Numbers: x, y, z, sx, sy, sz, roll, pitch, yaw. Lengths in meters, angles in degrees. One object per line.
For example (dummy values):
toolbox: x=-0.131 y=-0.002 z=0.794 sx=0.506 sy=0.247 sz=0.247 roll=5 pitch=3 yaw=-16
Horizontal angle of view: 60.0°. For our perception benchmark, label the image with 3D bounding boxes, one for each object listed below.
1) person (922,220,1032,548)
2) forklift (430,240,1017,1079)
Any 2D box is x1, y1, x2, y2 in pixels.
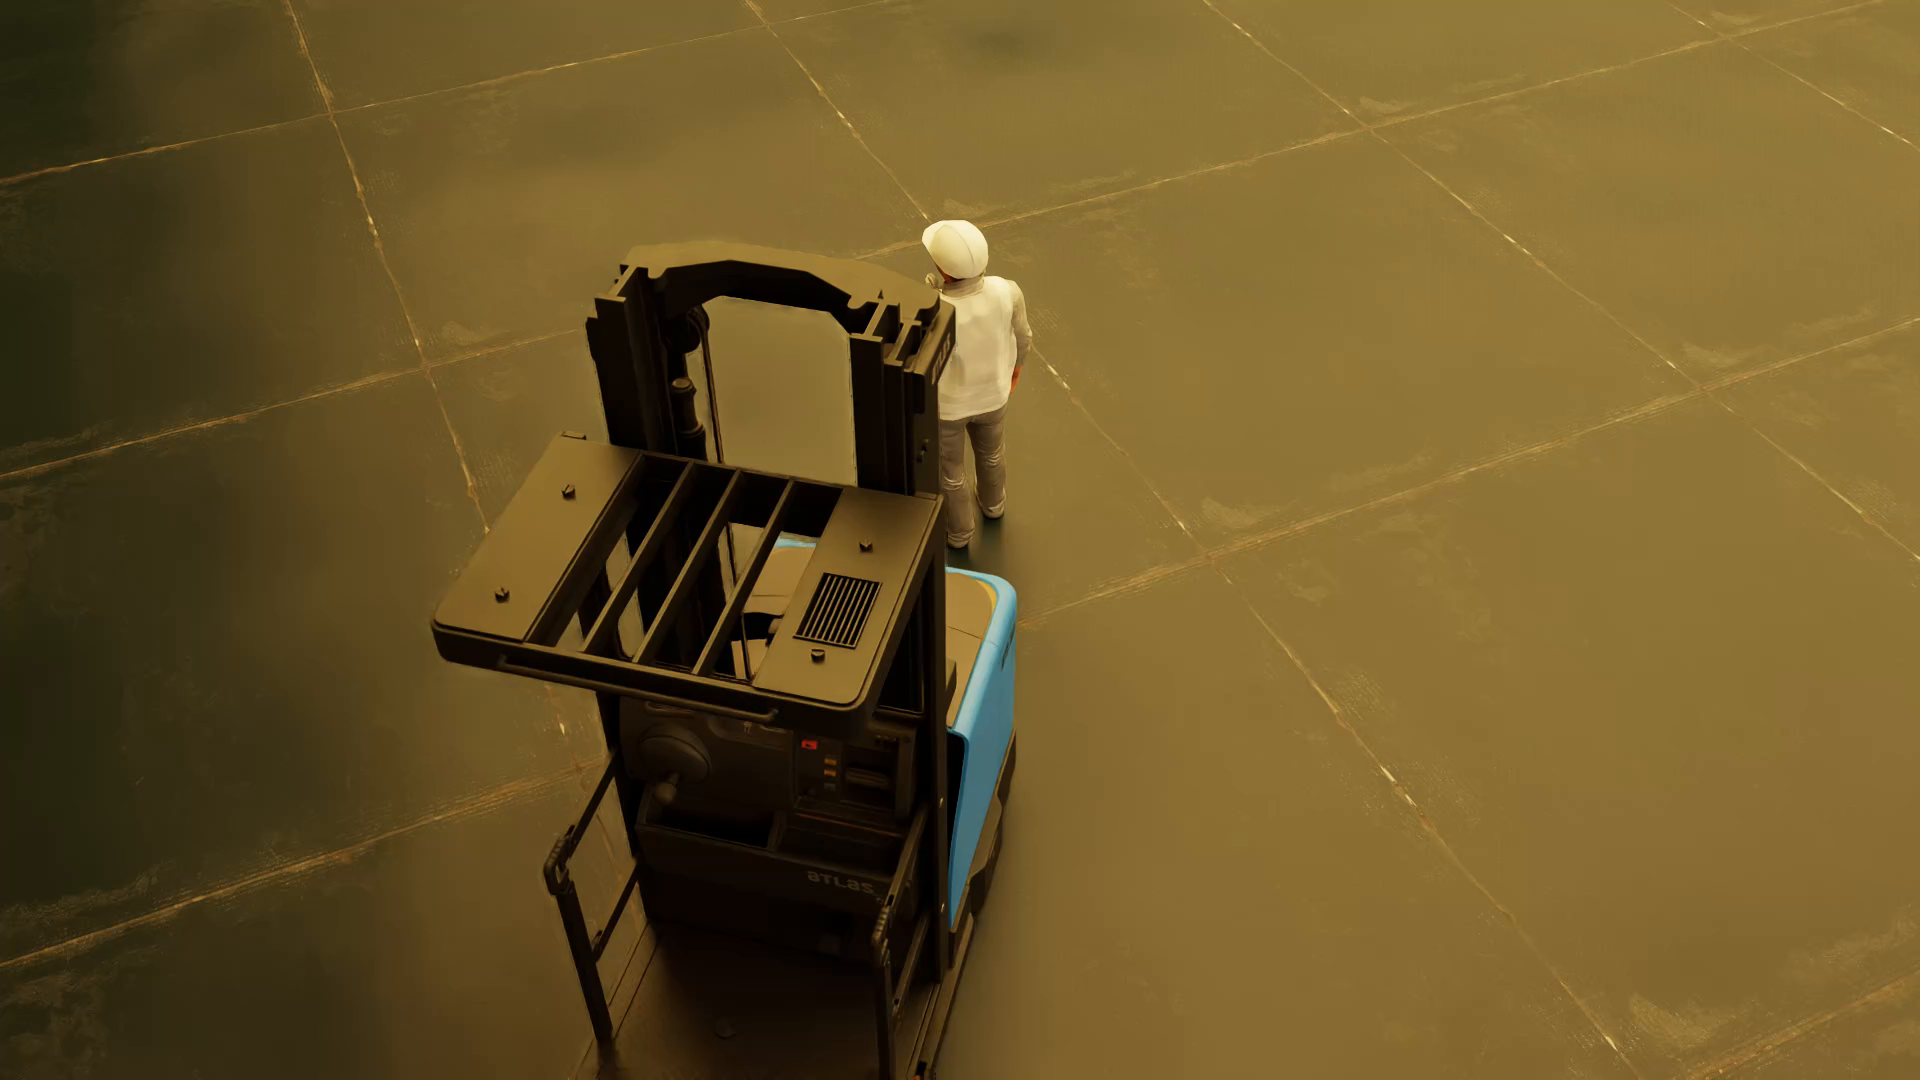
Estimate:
person: x=-0.020 y=-0.695 z=7.262 sx=0.634 sy=1.775 sz=0.566 roll=-18 pitch=46 yaw=-18
forklift: x=-0.640 y=0.746 z=4.881 sx=1.130 sy=2.935 sz=3.031 roll=10 pitch=44 yaw=11
